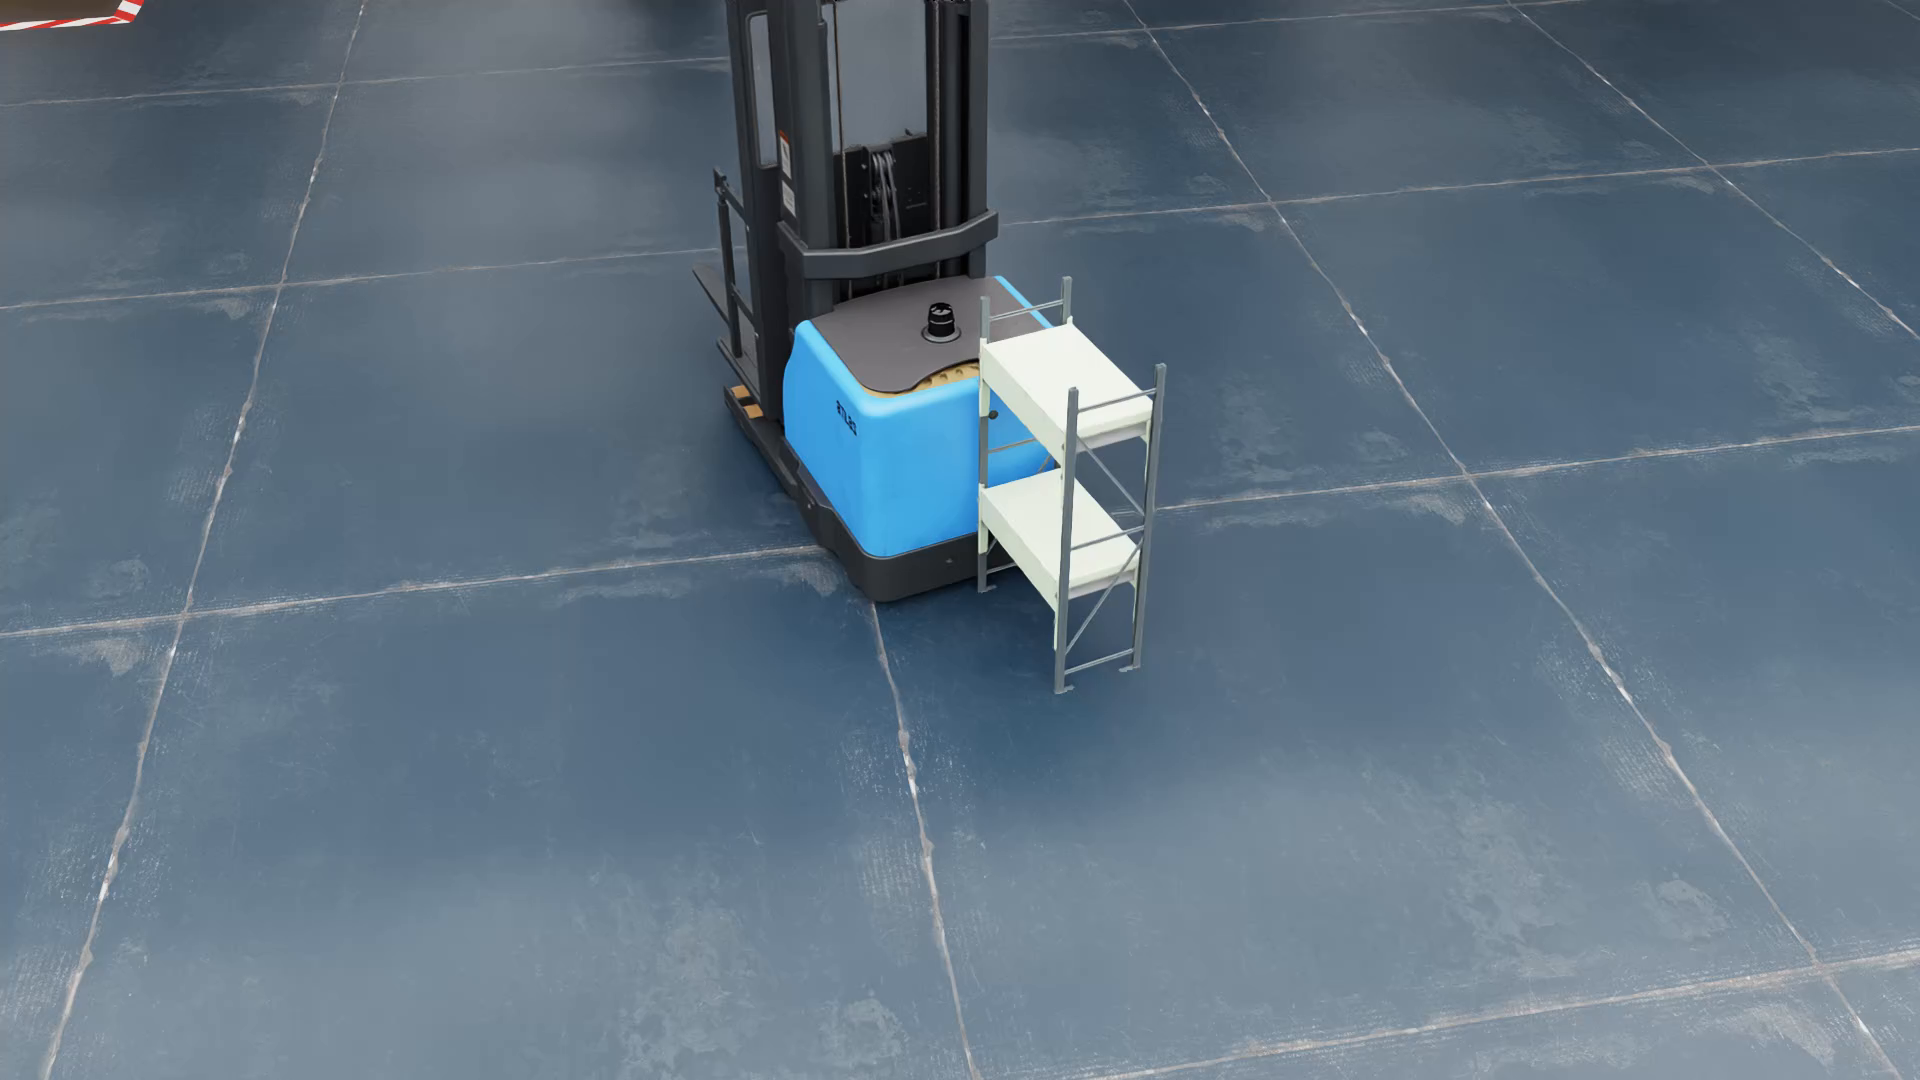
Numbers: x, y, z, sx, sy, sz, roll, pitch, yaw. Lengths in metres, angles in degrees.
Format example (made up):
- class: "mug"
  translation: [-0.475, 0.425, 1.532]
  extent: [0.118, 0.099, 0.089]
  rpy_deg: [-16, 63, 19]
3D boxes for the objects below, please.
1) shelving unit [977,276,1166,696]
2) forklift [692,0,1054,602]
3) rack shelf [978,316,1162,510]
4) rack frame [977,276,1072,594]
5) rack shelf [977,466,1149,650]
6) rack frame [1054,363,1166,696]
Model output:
- class: "shelving unit"
  translation: [0.419, -0.206, 6.792]
  extent: [0.431, 1.500, 0.755]
  rpy_deg: [-16, 41, -20]
- class: "forklift"
  translation: [-0.559, -1.785, 7.658]
  extent: [1.130, 2.935, 3.031]
  rpy_deg: [-16, 41, -20]
- class: "rack shelf"
  translation: [0.419, -0.514, 6.553]
  extent: [0.431, 0.370, 0.720]
  rpy_deg: [-16, 41, -20]
- class: "rack frame"
  translation: [0.262, -0.409, 7.053]
  extent: [0.400, 1.500, 0.023]
  rpy_deg: [-16, 41, -20]
- class: "rack shelf"
  translation: [0.419, 0.052, 6.992]
  extent: [0.431, 0.370, 0.720]
  rpy_deg: [-16, 41, -20]
- class: "rack frame"
  translation: [0.576, -0.003, 6.531]
  extent: [0.400, 1.500, 0.023]
  rpy_deg: [-16, 41, -20]
